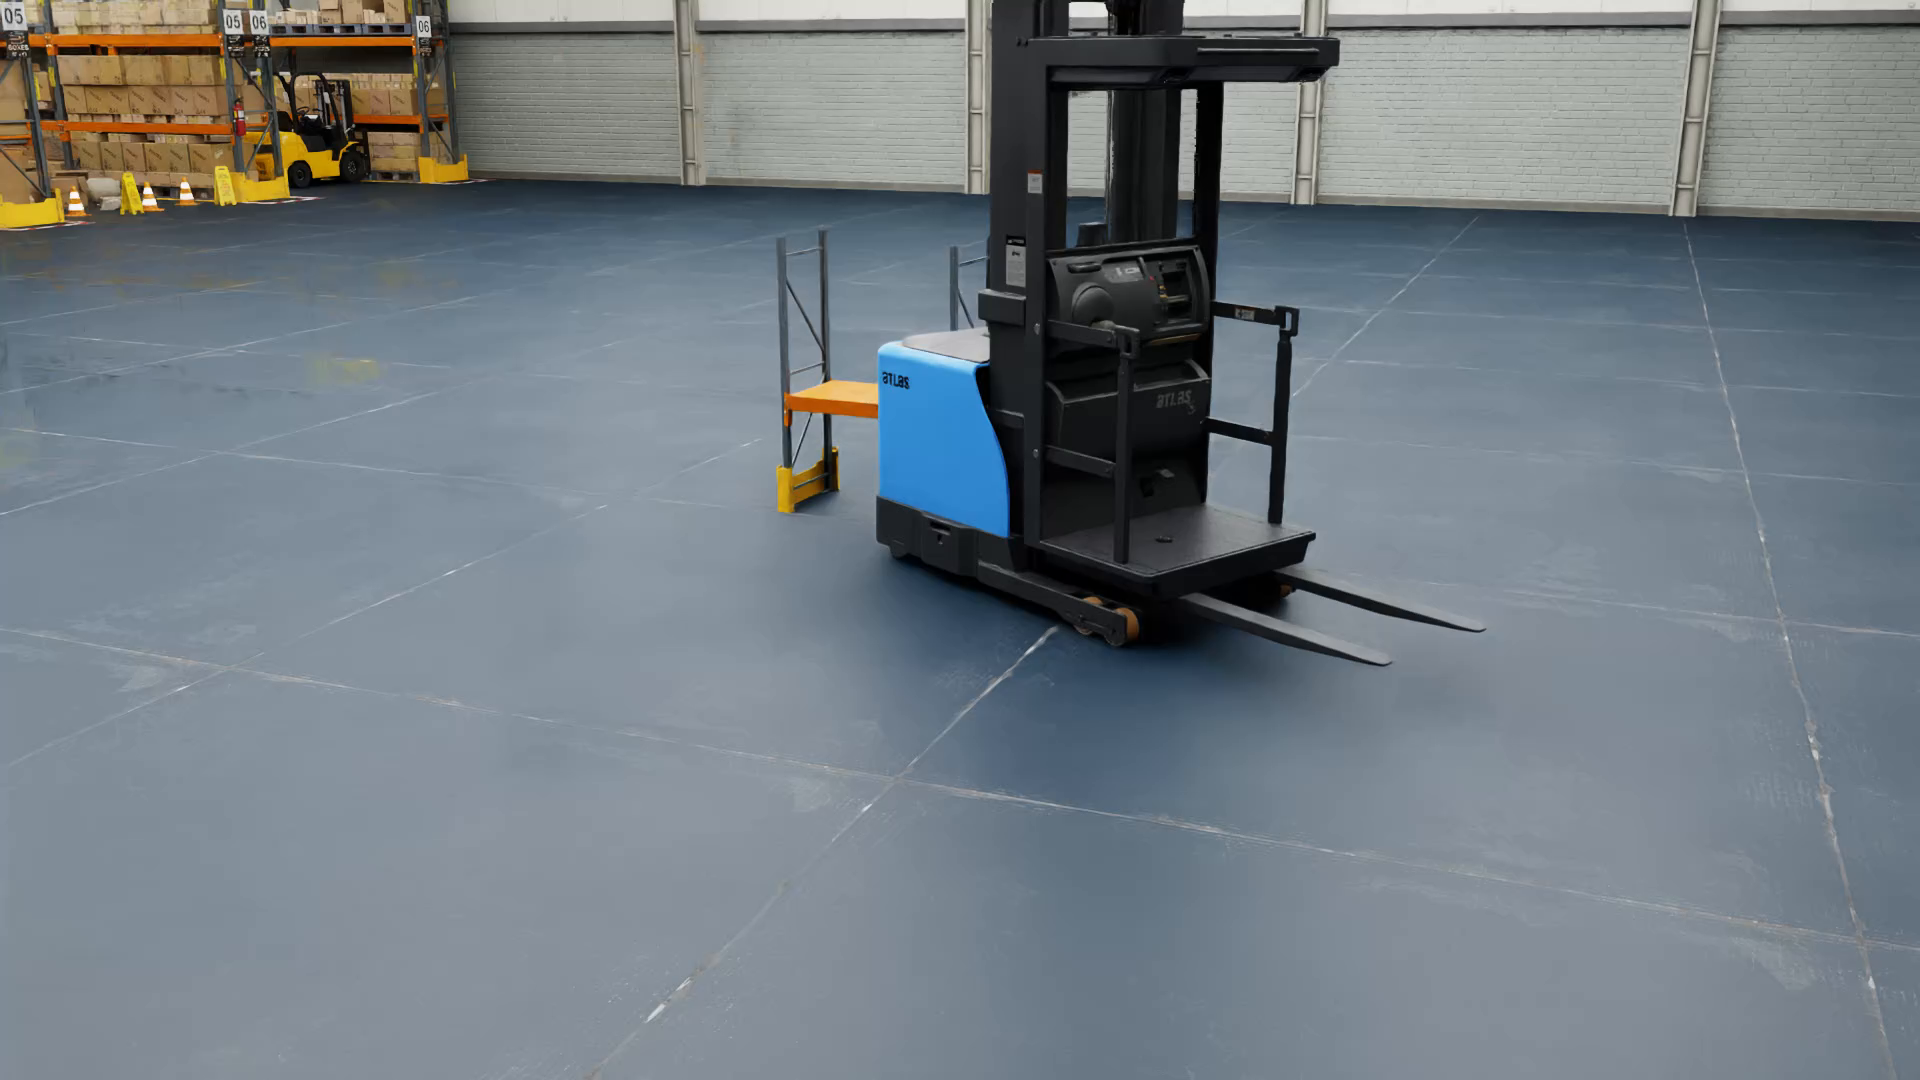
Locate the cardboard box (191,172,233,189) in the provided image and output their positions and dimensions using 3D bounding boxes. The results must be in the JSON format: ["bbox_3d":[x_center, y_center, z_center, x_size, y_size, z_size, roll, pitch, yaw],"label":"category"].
[{"bbox_3d":[-13.208,-6.366,29.399,0.500,0.250,0.500,6,17,20],"label":"cardboard box"}]

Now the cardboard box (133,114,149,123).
[{"bbox_3d":[-14.449,-7.491,29.546,0.250,0.149,0.380,6,17,20],"label":"cardboard box"}]

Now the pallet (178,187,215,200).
[{"bbox_3d":[-13.148,-6.230,29.755,1.213,0.211,1.003,6,17,21],"label":"pallet"}]

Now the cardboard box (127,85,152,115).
[{"bbox_3d":[-14.334,-7.805,29.467,0.500,0.500,0.500,6,17,21],"label":"cardboard box"}]

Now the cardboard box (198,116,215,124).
[{"bbox_3d":[-13.038,-7.328,28.988,0.250,0.149,0.380,6,17,20],"label":"cardboard box"}]

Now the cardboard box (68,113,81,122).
[{"bbox_3d":[-15.881,-7.642,30.069,0.250,0.149,0.380,6,17,20],"label":"cardboard box"}]

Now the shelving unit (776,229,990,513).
[{"bbox_3d":[-0.404,-0.891,9.053,1.083,1.500,0.587,7,18,24],"label":"shelving unit"}]

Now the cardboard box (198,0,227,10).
[{"bbox_3d":[-12.758,-9.130,28.383,0.250,0.149,0.380,6,17,21],"label":"cardboard box"}]

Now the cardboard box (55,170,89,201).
[{"bbox_3d":[-15.558,-6.217,29.186,0.500,0.500,0.500,-9,18,-27],"label":"cardboard box"}]

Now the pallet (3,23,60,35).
[{"bbox_3d":[-16.591,-9.319,30.352,1.003,0.211,1.213,6,17,21],"label":"pallet"}]

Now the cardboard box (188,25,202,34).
[{"bbox_3d":[-13.013,-8.770,28.573,0.250,0.149,0.380,6,17,21],"label":"cardboard box"}]

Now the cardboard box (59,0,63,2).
[{"bbox_3d":[-16.920,-9.901,30.636,0.500,0.250,0.500,6,17,19],"label":"cardboard box"}]

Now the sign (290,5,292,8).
[{"bbox_3d":[-14.036,-11.037,34.862,0.005,0.325,0.100,6,17,21],"label":"sign"}]

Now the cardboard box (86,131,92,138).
[{"bbox_3d":[-19.006,-8.931,36.624,0.250,0.149,0.380,6,17,19],"label":"cardboard box"}]

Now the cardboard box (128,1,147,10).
[{"bbox_3d":[-14.197,-9.278,28.893,0.250,0.149,0.380,7,18,22],"label":"cardboard box"}]

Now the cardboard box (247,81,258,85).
[{"bbox_3d":[-14.637,-9.503,34.685,0.250,0.149,0.380,7,18,23],"label":"cardboard box"}]

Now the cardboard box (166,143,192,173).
[{"bbox_3d":[-13.663,-6.777,29.472,0.500,0.500,0.500,7,18,23],"label":"cardboard box"}]

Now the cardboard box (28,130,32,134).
[{"bbox_3d":[-20.655,-9.135,37.328,0.250,0.149,0.380,6,17,20],"label":"cardboard box"}]

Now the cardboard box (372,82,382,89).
[{"bbox_3d":[-11.636,-9.168,33.532,0.250,0.149,0.380,6,17,20],"label":"cardboard box"}]

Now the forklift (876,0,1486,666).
[{"bbox_3d":[0.897,-1.109,7.236,1.130,2.935,3.031,-13,21,-37],"label":"forklift"}]

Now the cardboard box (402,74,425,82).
[{"bbox_3d":[-10.928,-9.241,33.250,0.250,0.149,0.380,6,17,21],"label":"cardboard box"}]

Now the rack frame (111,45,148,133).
[{"bbox_3d":[-17.959,-9.575,36.276,0.127,3.000,1.000,6,17,21],"label":"rack frame"}]

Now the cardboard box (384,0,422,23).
[{"bbox_3d":[-11.018,-10.477,32.891,0.500,0.500,0.500,7,18,22],"label":"cardboard box"}]

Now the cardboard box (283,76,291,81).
[{"bbox_3d":[-13.768,-9.560,34.348,0.250,0.149,0.380,7,17,21],"label":"cardboard box"}]

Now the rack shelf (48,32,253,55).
[{"bbox_3d":[-14.195,-8.769,29.409,4.000,0.370,1.077,6,17,21],"label":"rack shelf"}]

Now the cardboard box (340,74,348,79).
[{"bbox_3d":[-12.357,-9.397,33.785,0.250,0.149,0.380,7,17,21],"label":"cardboard box"}]

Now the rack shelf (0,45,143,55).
[{"bbox_3d":[-19.820,-10.875,36.663,4.000,0.370,1.077,6,17,21],"label":"rack shelf"}]

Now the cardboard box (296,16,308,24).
[{"bbox_3d":[-13.217,-10.532,33.711,0.250,0.149,0.380,7,18,22],"label":"cardboard box"}]

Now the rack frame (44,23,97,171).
[{"bbox_3d":[-16.056,-7.878,30.431,0.127,3.000,1.000,6,17,21],"label":"rack frame"}]

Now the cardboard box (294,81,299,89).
[{"bbox_3d":[-13.544,-9.379,34.259,0.250,0.149,0.380,6,17,21],"label":"cardboard box"}]

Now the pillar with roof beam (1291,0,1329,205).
[{"bbox_3d":[4.331,-8.985,23.483,0.400,9.000,9.100,6,17,21],"label":"pillar with roof beam"}]

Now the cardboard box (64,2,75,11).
[{"bbox_3d":[-15.630,-9.445,29.469,0.250,0.149,0.380,7,18,22],"label":"cardboard box"}]

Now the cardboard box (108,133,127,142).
[{"bbox_3d":[-15.033,-7.220,29.835,0.250,0.149,0.380,7,18,23],"label":"cardboard box"}]

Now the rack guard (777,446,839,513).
[{"bbox_3d":[-0.856,-0.349,9.428,0.087,0.250,0.587,7,18,24],"label":"rack guard"}]

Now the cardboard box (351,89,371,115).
[{"bbox_3d":[-12.027,-8.895,33.754,0.500,0.500,0.500,6,17,20],"label":"cardboard box"}]

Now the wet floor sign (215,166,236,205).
[{"bbox_3d":[-12.551,-6.042,28.327,0.232,0.644,0.267,14,21,40],"label":"wet floor sign"}]

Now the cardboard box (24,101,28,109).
[{"bbox_3d":[-16.875,-7.972,30.451,0.250,0.149,0.380,6,17,19],"label":"cardboard box"}]

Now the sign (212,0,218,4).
[{"bbox_3d":[-12.557,-9.193,27.991,0.005,0.325,0.100,6,17,21],"label":"sign"}]

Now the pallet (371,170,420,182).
[{"bbox_3d":[-11.244,-7.485,34.078,1.213,0.211,1.003,6,17,21],"label":"pallet"}]

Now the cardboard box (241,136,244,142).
[{"bbox_3d":[-14.728,-8.278,35.313,0.625,0.625,0.875,7,18,23],"label":"cardboard box"}]

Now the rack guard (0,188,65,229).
[{"bbox_3d":[-14.035,-4.972,24.904,0.348,0.500,1.175,6,17,21],"label":"rack guard"}]

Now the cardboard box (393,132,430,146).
[{"bbox_3d":[-11.060,-8.084,33.527,0.500,0.250,0.500,7,18,22],"label":"cardboard box"}]

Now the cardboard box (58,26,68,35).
[{"bbox_3d":[-15.854,-9.102,29.716,0.250,0.149,0.380,6,17,20],"label":"cardboard box"}]

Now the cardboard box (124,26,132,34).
[{"bbox_3d":[-14.419,-8.944,29.174,0.250,0.149,0.380,6,17,21],"label":"cardboard box"}]

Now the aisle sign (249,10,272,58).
[{"bbox_3d":[-12.164,-8.792,28.914,0.004,0.787,0.394,6,17,21],"label":"aisle sign"}]

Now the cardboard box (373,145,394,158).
[{"bbox_3d":[-11.547,-7.901,33.791,0.500,0.250,0.500,6,17,20],"label":"cardboard box"}]

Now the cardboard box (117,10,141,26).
[{"bbox_3d":[-14.332,-9.118,29.055,0.500,0.250,0.500,6,17,21],"label":"cardboard box"}]

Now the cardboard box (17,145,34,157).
[{"bbox_3d":[-20.814,-8.826,37.426,0.500,0.500,0.500,6,17,20],"label":"cardboard box"}]

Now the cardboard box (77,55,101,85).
[{"bbox_3d":[-15.259,-8.390,29.688,0.500,0.500,0.700,6,17,21],"label":"cardboard box"}]
